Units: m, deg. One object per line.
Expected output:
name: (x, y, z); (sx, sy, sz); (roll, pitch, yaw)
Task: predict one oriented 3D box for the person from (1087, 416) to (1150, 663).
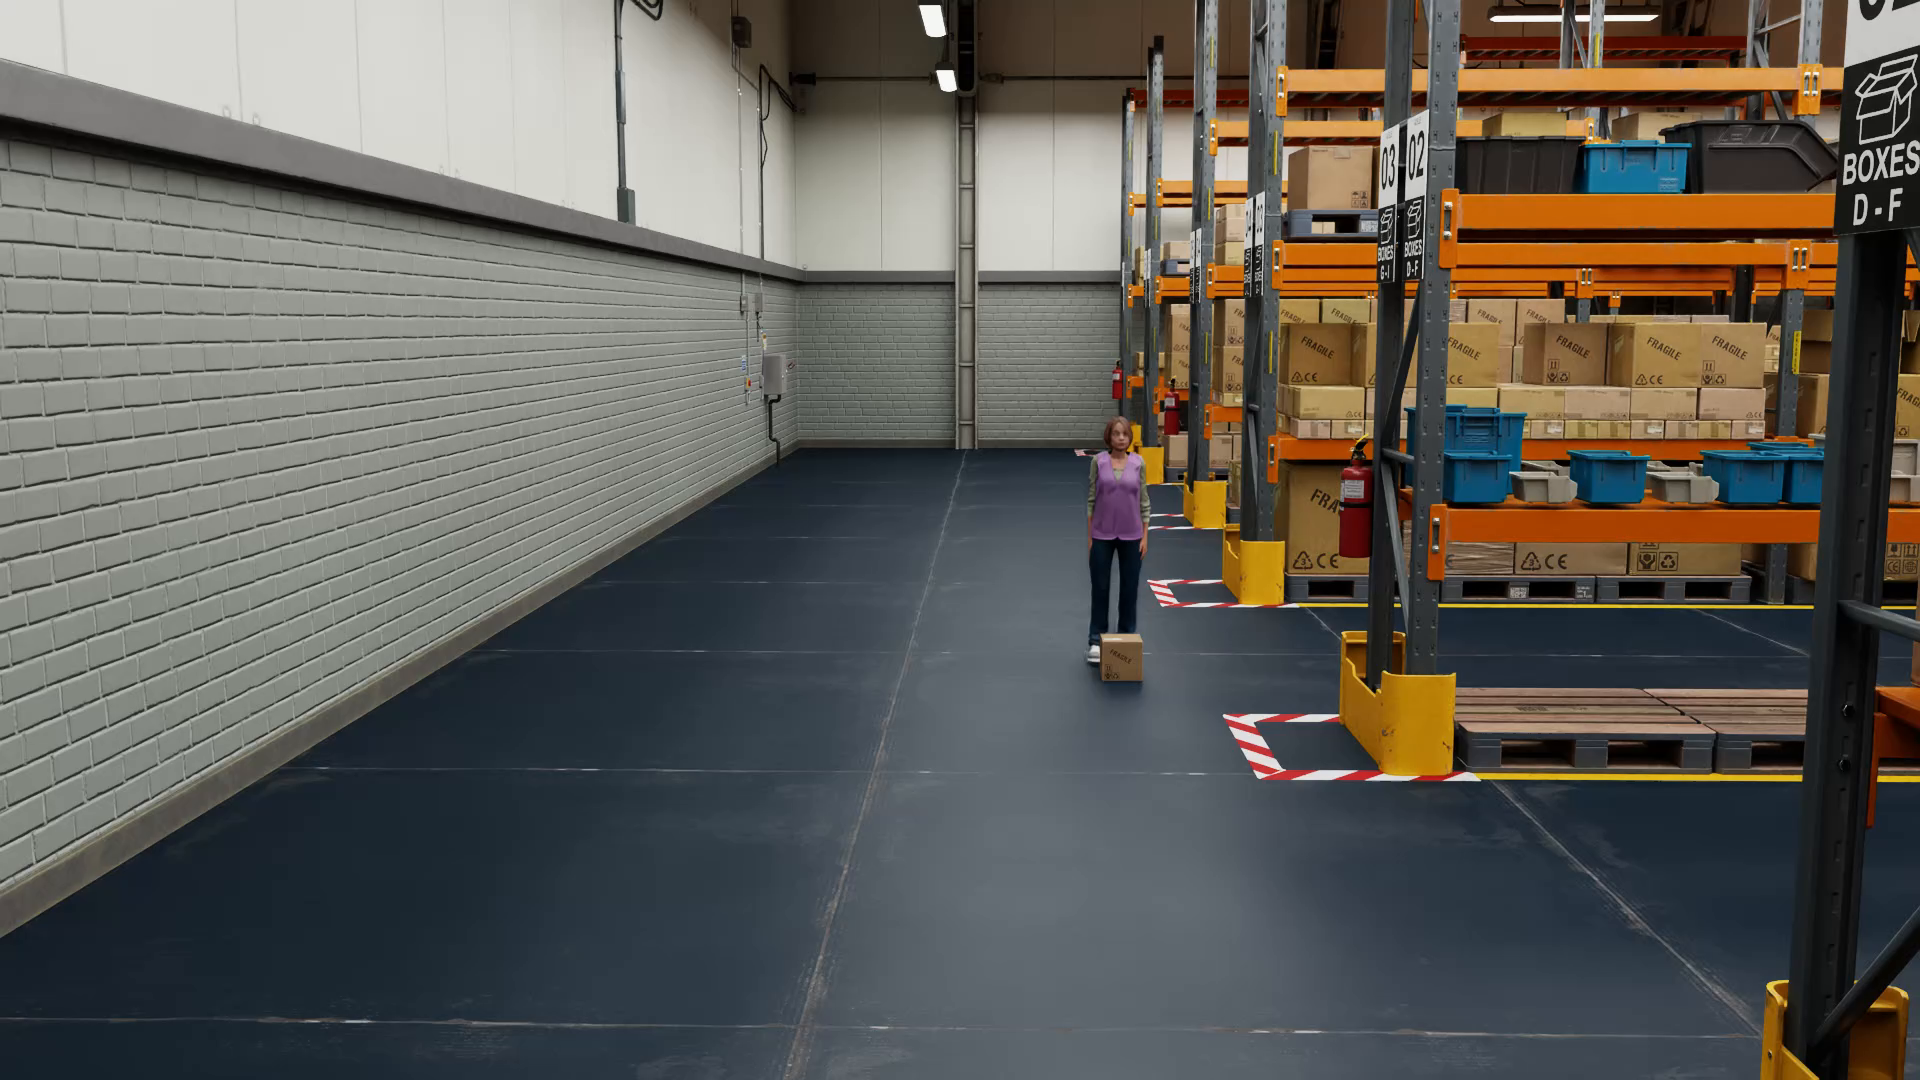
person: (1.027, -0.004, 10.784); (0.411, 1.601, 0.323); (0, 7, 2)
